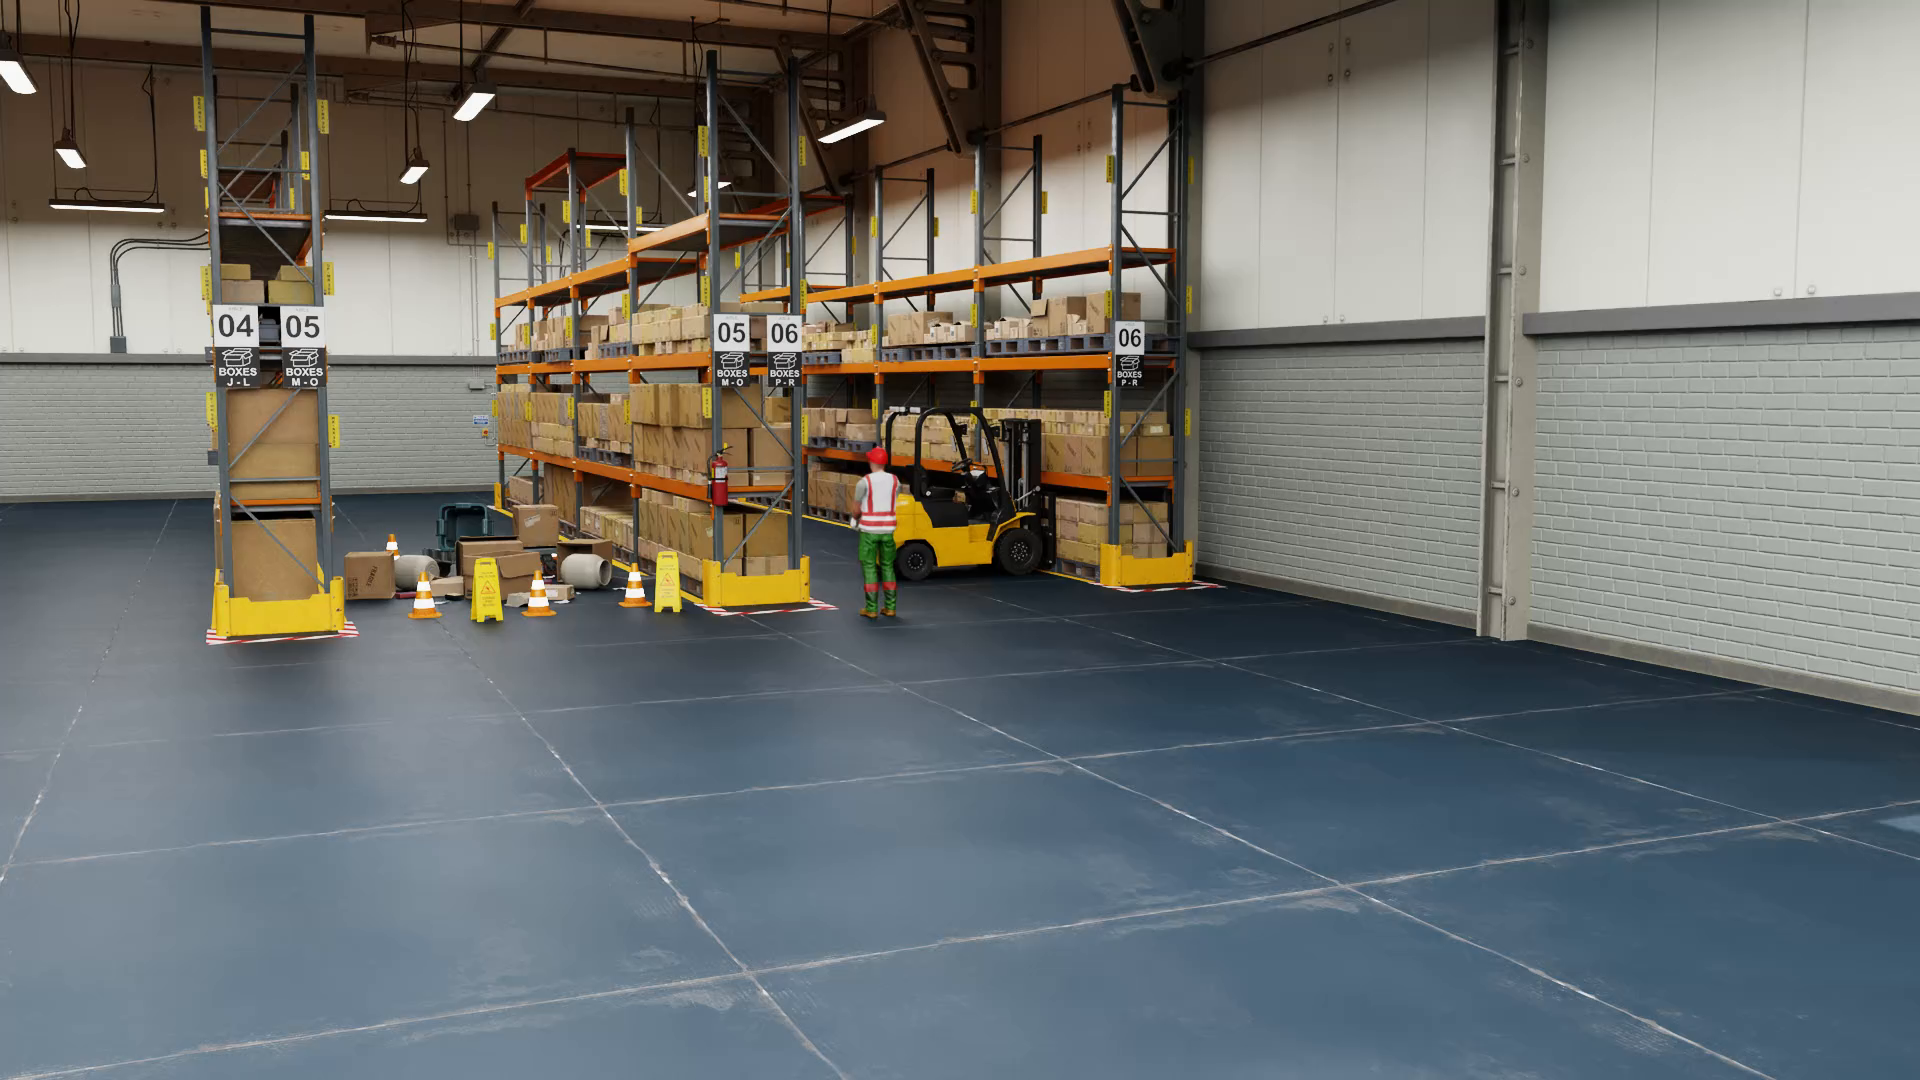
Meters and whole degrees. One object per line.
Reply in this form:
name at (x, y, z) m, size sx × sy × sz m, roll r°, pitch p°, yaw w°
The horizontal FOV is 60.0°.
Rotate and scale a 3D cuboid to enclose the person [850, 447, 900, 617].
person at (-0.920, -0.095, 17.590) m, size 0.506 × 1.789 × 0.556 m, roll -3°, pitch 6°, yaw -27°
